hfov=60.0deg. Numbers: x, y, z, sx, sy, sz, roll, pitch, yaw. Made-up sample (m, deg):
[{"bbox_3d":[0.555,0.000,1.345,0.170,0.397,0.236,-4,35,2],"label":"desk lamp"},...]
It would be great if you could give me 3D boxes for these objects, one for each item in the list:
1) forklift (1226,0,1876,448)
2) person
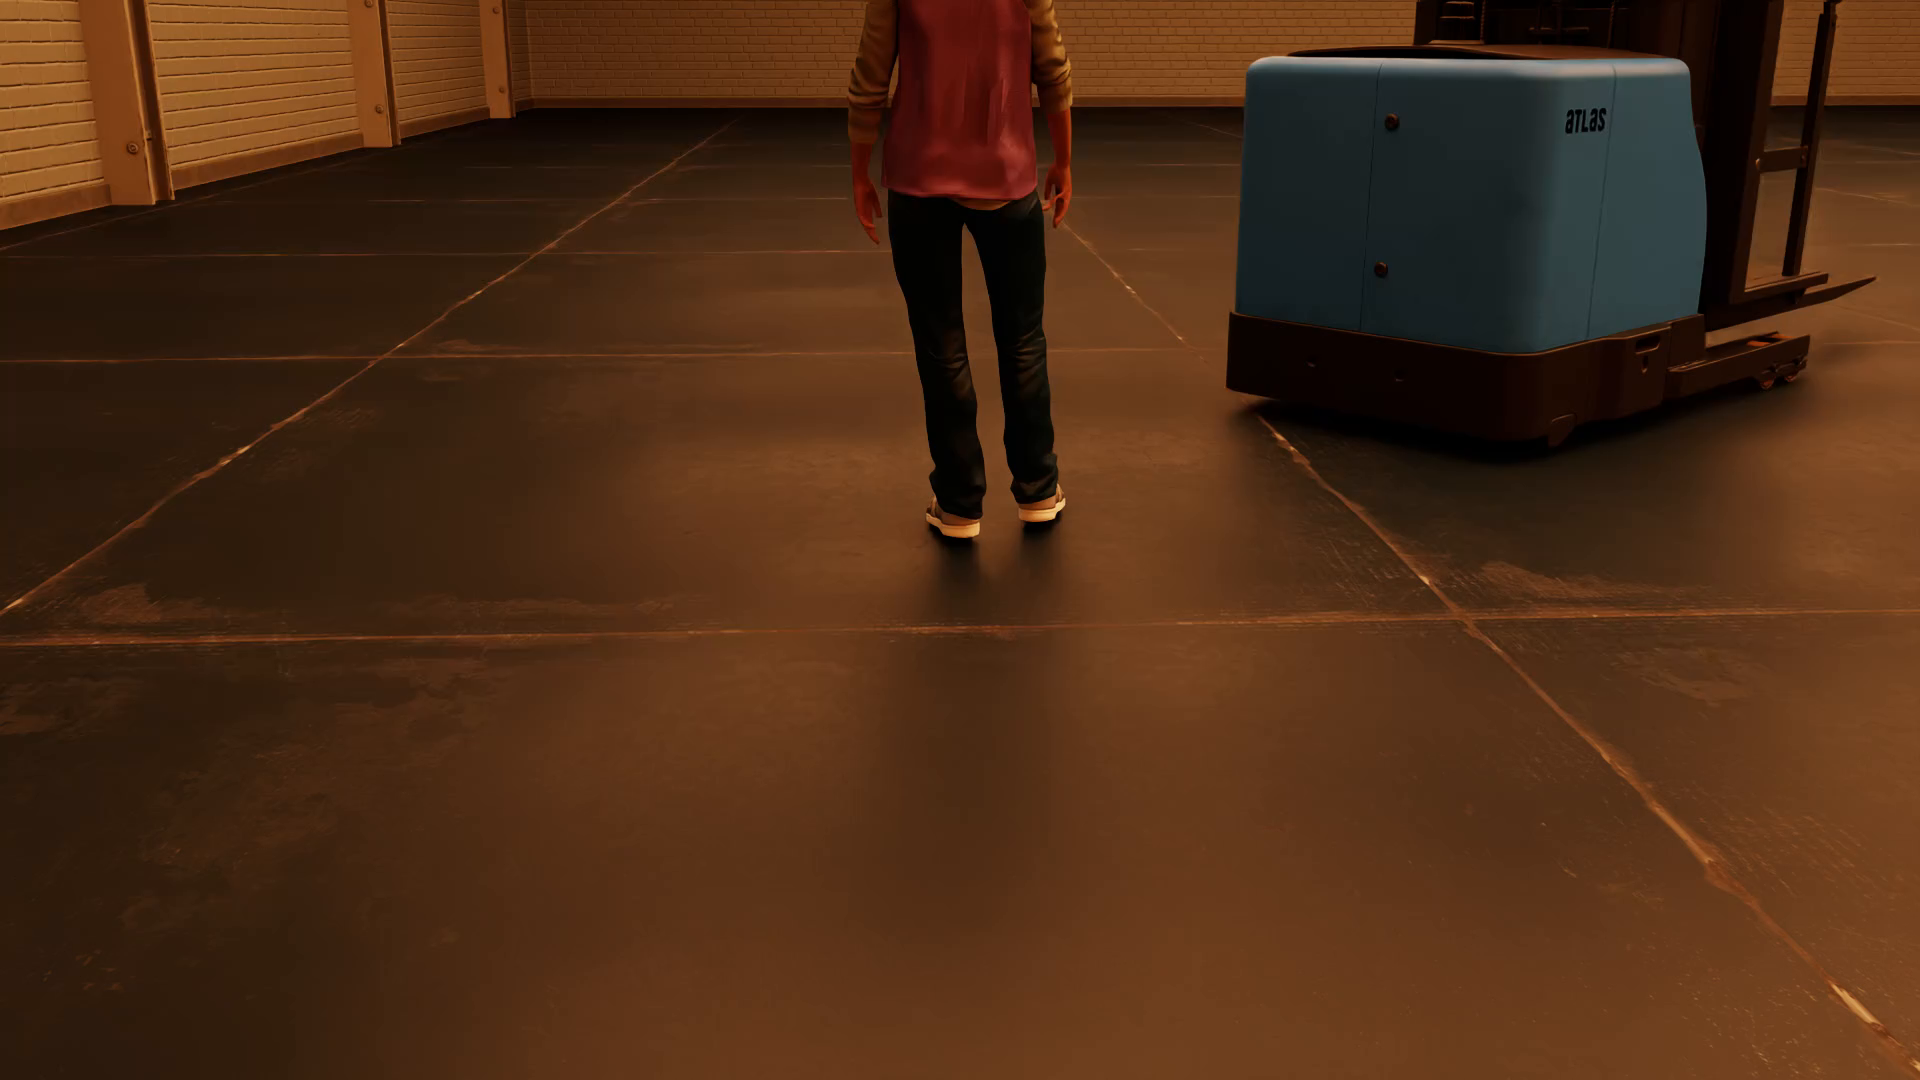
[{"bbox_3d":[2.268,-2.002,5.452,3.031,2.935,1.130,-15,23,-40],"label":"forklift"},{"bbox_3d":[0.010,-0.792,3.755,0.521,1.599,0.473,-1,17,-3],"label":"person"}]
